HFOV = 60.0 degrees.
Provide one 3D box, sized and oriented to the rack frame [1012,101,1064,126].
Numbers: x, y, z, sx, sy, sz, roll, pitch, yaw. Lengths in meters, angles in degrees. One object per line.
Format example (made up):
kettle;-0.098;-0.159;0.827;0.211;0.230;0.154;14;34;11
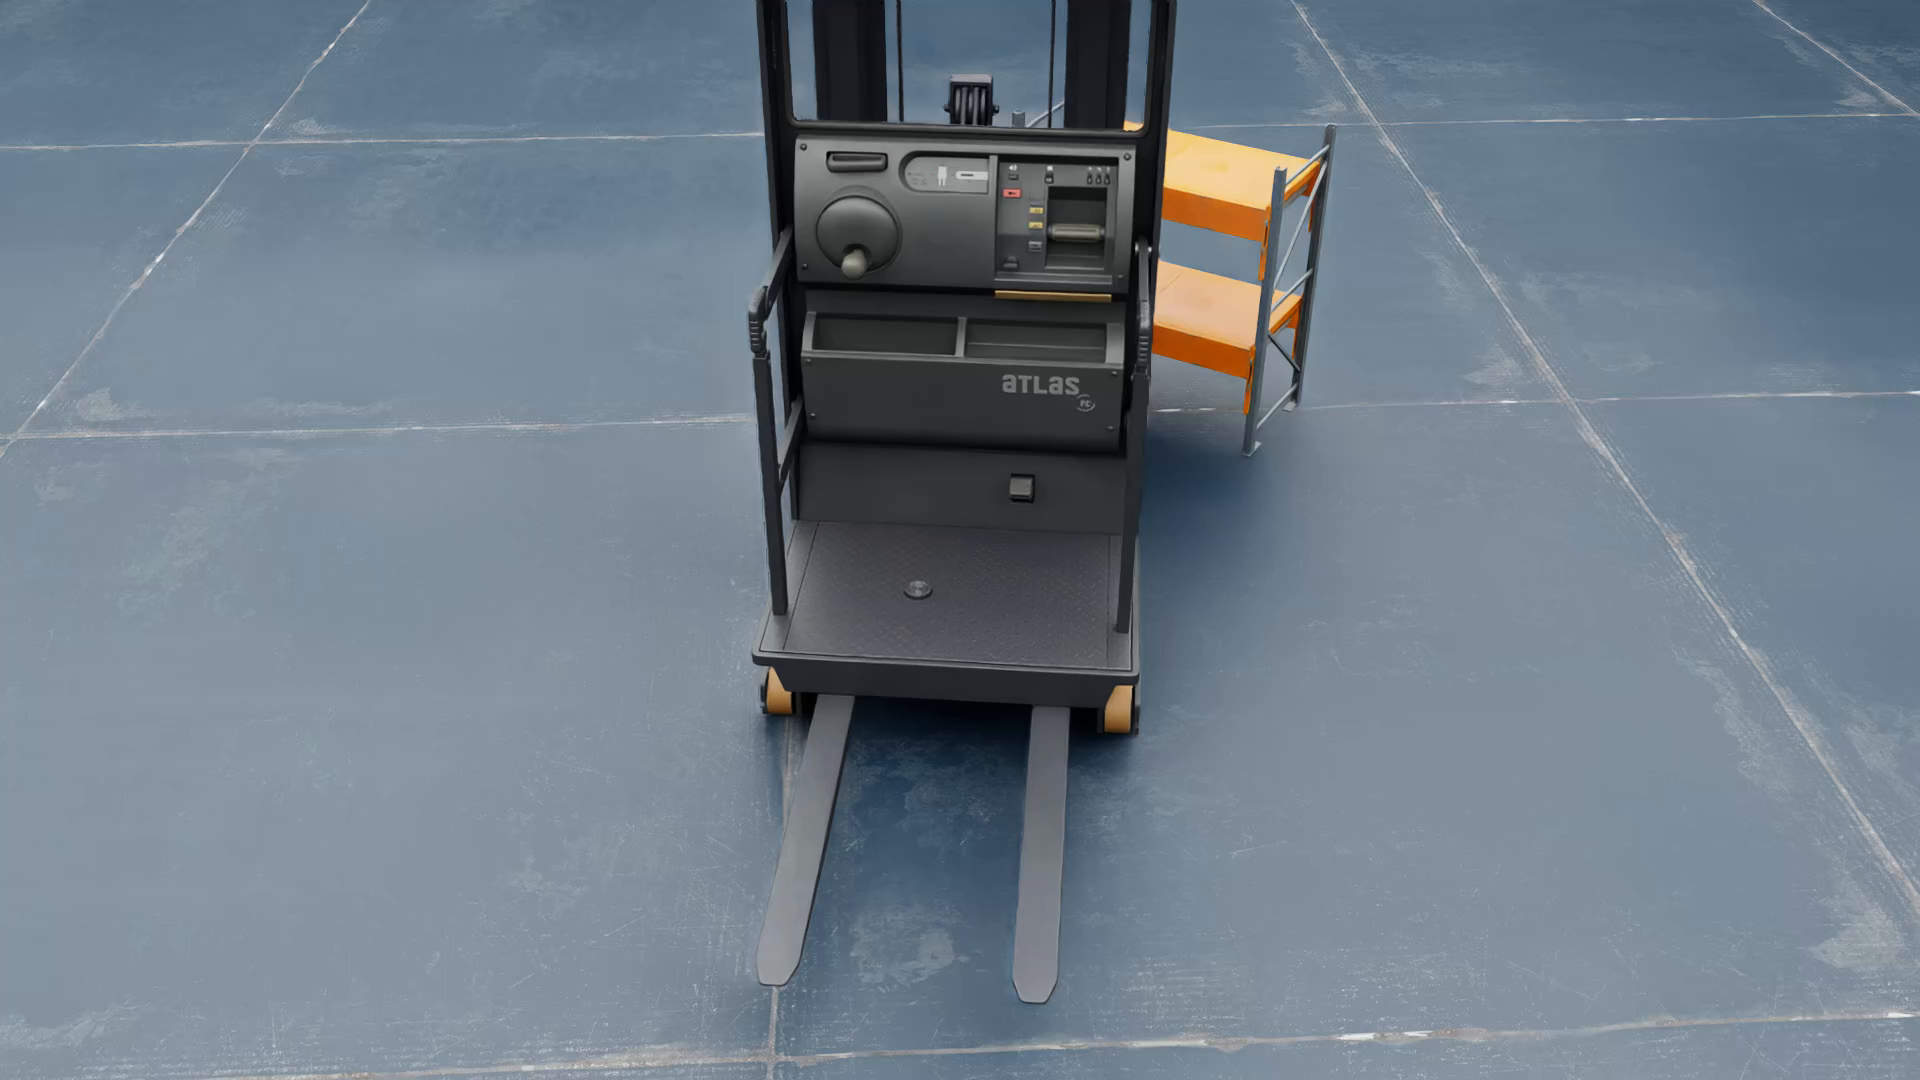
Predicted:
rack frame;0.332;-1.201;6.497;0.032;1.125;0.500;19;39;26

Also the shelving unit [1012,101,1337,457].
shelving unit;0.764;-1.049;6.277;1.048;1.125;0.538;19;39;26

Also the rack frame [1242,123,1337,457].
rack frame;1.197;-0.896;6.057;0.032;1.125;0.500;19;39;26

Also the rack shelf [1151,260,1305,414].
rack shelf;0.764;-0.848;6.416;1.000;0.278;0.538;19;39;26

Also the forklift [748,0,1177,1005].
forklift;-0.006;-0.832;4.377;1.130;2.935;3.031;3;35;4

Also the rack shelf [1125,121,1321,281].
rack shelf;0.764;-1.289;6.110;1.000;0.278;0.538;19;39;26
